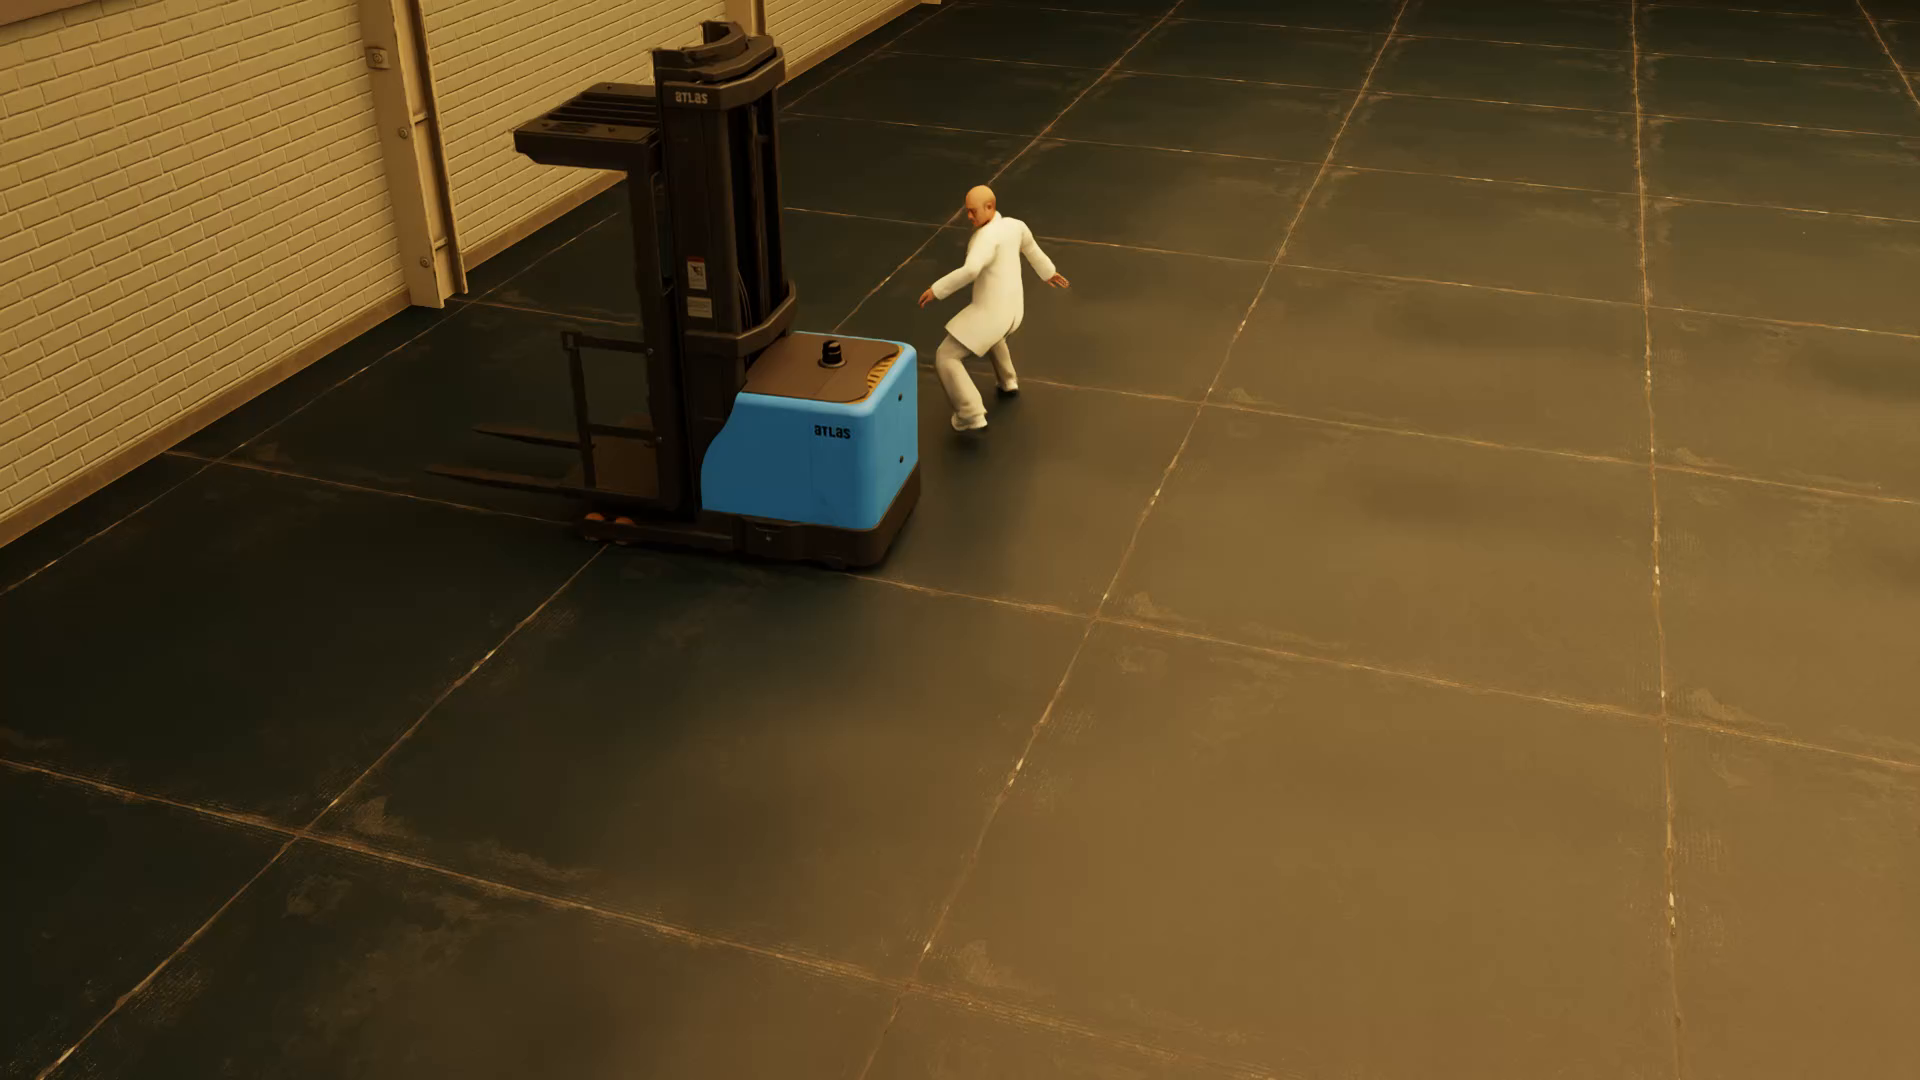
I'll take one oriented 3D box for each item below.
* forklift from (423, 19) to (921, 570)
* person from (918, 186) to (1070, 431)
[{"bbox_3d":[-1.822,-1.487,9.745,3.031,2.935,1.130,7,31,13],"label":"forklift"},{"bbox_3d":[0.250,-1.578,11.330,0.591,1.702,1.218,19,35,29],"label":"person"}]
